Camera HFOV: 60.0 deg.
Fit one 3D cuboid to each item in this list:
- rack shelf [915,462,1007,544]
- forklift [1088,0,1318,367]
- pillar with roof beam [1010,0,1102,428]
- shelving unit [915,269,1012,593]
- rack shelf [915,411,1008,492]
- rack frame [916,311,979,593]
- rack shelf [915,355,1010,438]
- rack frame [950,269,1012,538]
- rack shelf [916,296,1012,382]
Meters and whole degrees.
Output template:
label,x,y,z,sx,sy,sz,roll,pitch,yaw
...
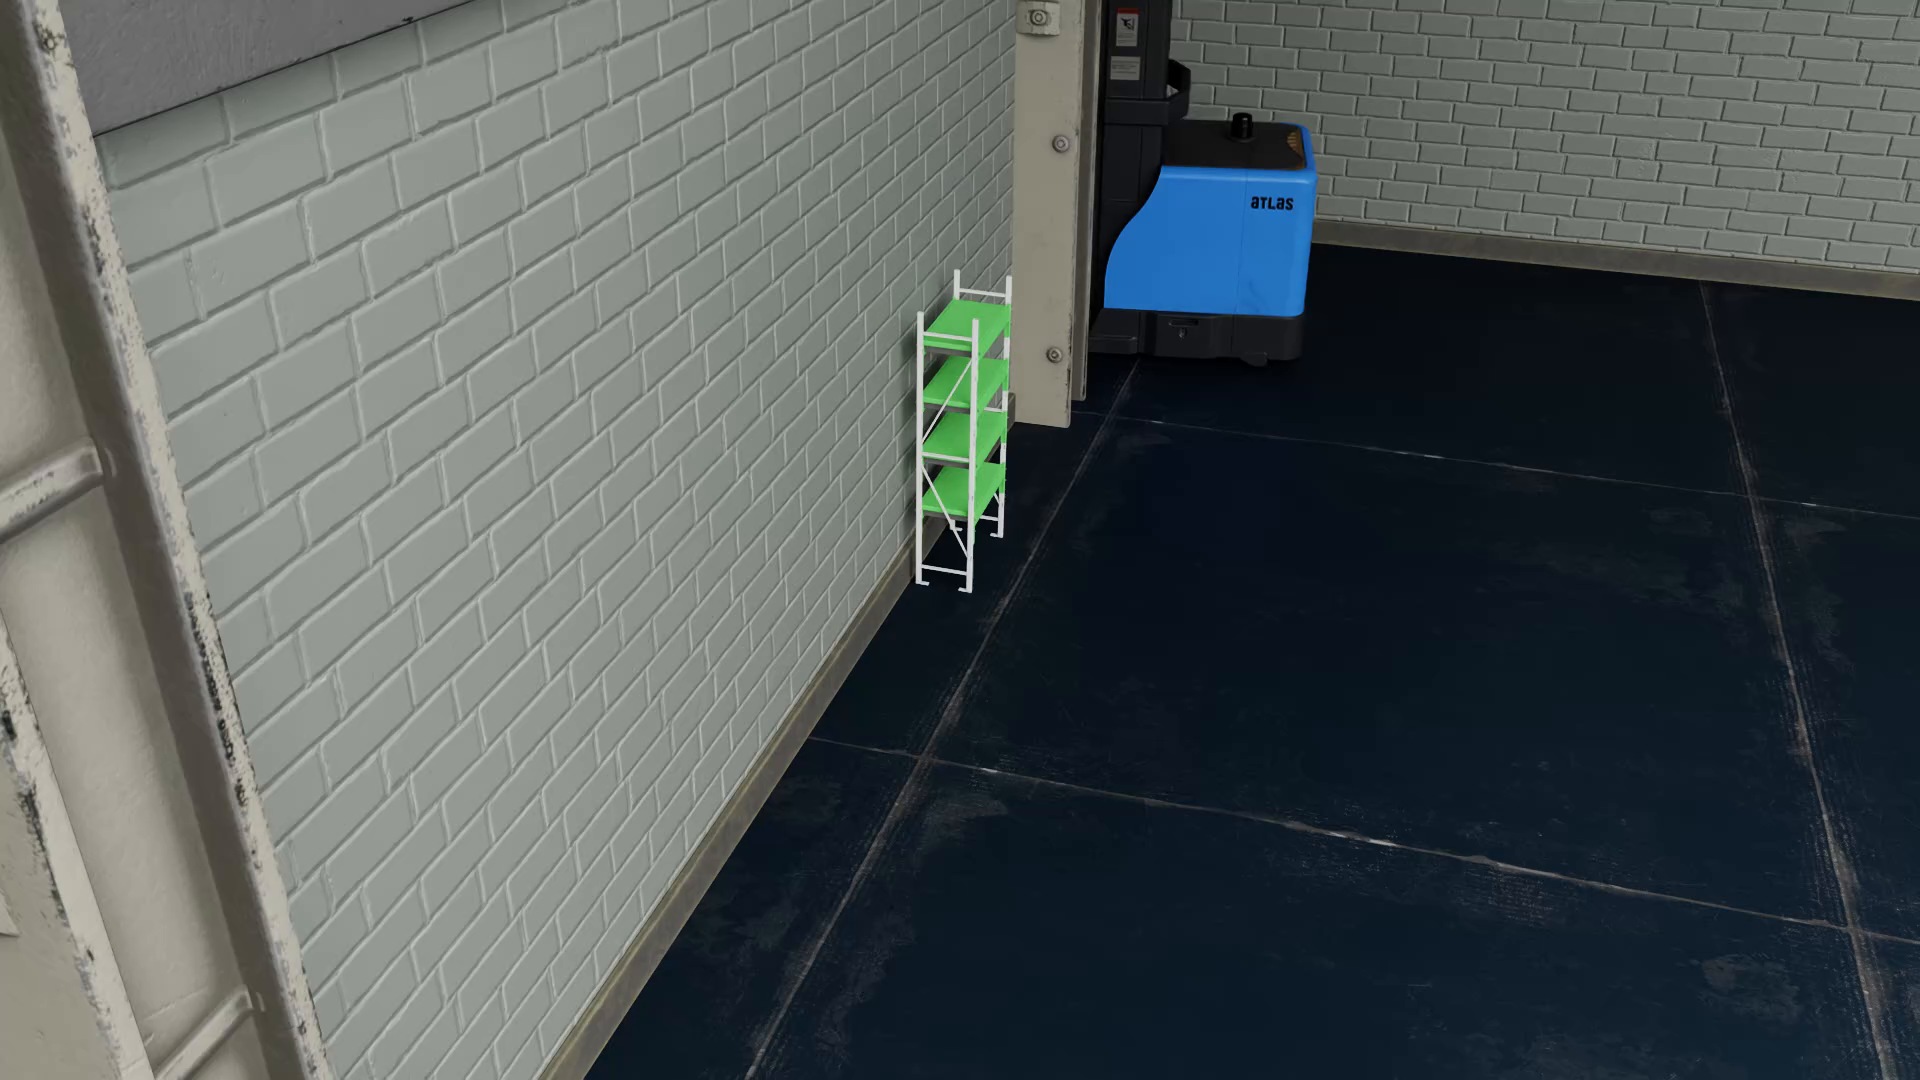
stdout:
label,x,y,z,sx,sy,sz,roll,pitch,yaw
rack shelf,0.007,-0.176,6.952,0.258,0.148,0.480,9,30,14
forklift,0.381,-2.515,8.757,3.031,2.935,1.130,4,29,7
pillar with roof beam,4.560,-3.988,5.162,9.100,9.000,0.400,8,30,15
shelving unit,0.013,-0.441,6.803,0.258,1.200,0.503,9,30,14
rack shelf,0.011,-0.385,6.835,0.258,0.148,0.480,9,30,14
rack frame,-0.057,-0.327,6.599,0.240,1.200,0.015,9,30,14
rack shelf,0.016,-0.594,6.717,0.258,0.148,0.480,9,30,14
rack frame,0.082,-0.555,7.008,0.240,1.200,0.015,9,30,14
rack shelf,0.020,-0.803,6.599,0.258,0.148,0.480,9,30,14
